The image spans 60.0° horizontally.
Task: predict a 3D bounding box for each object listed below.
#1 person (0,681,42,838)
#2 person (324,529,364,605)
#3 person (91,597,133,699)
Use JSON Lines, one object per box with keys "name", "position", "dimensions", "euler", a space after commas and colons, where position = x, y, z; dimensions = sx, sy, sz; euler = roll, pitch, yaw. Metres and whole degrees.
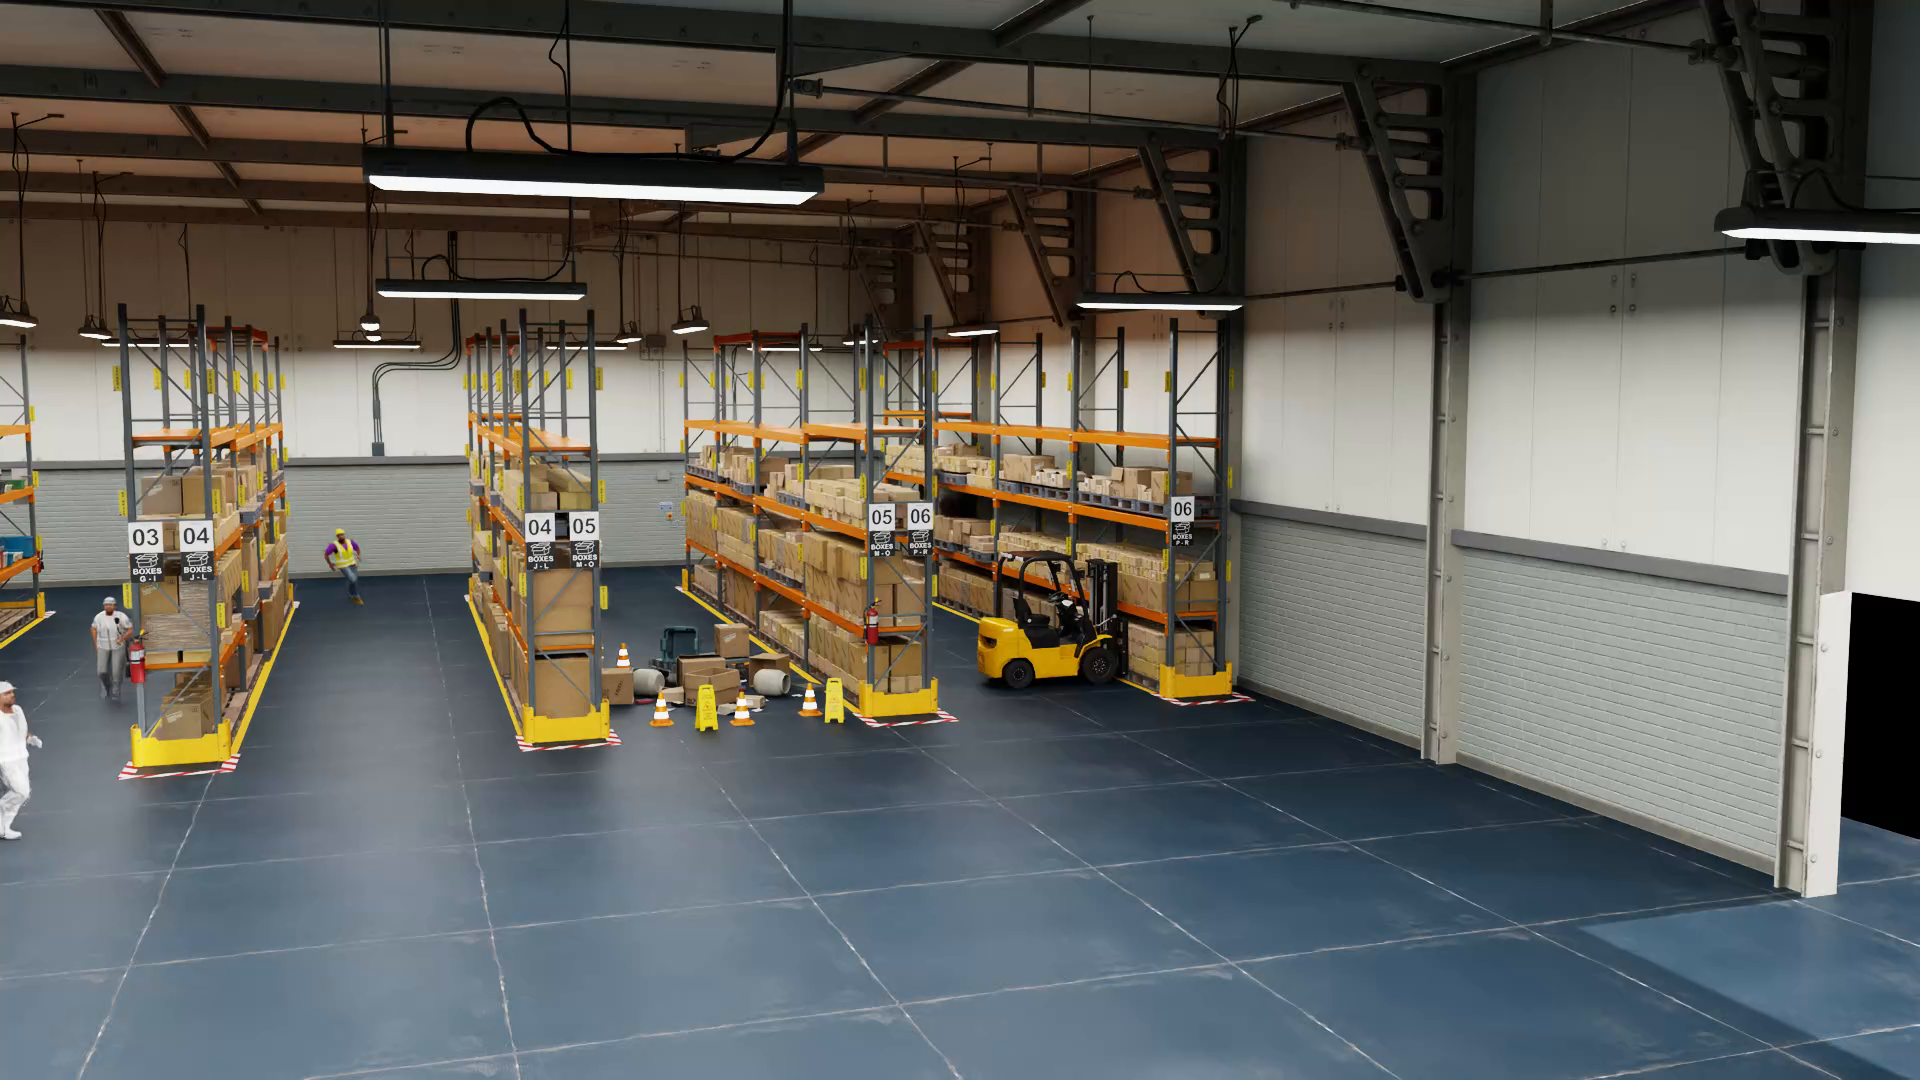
{"name": "person", "position": [-10.366, 2.409, 18.185], "dimensions": [0.597, 1.739, 0.679], "euler": [1, 5, 7]}
{"name": "person", "position": [-13.837, 0.607, 37.464], "dimensions": [0.669, 1.750, 0.777], "euler": [4, 7, 39]}
{"name": "person", "position": [-13.340, 1.709, 26.152], "dimensions": [0.612, 1.632, 0.572], "euler": [-2, 6, -20]}
